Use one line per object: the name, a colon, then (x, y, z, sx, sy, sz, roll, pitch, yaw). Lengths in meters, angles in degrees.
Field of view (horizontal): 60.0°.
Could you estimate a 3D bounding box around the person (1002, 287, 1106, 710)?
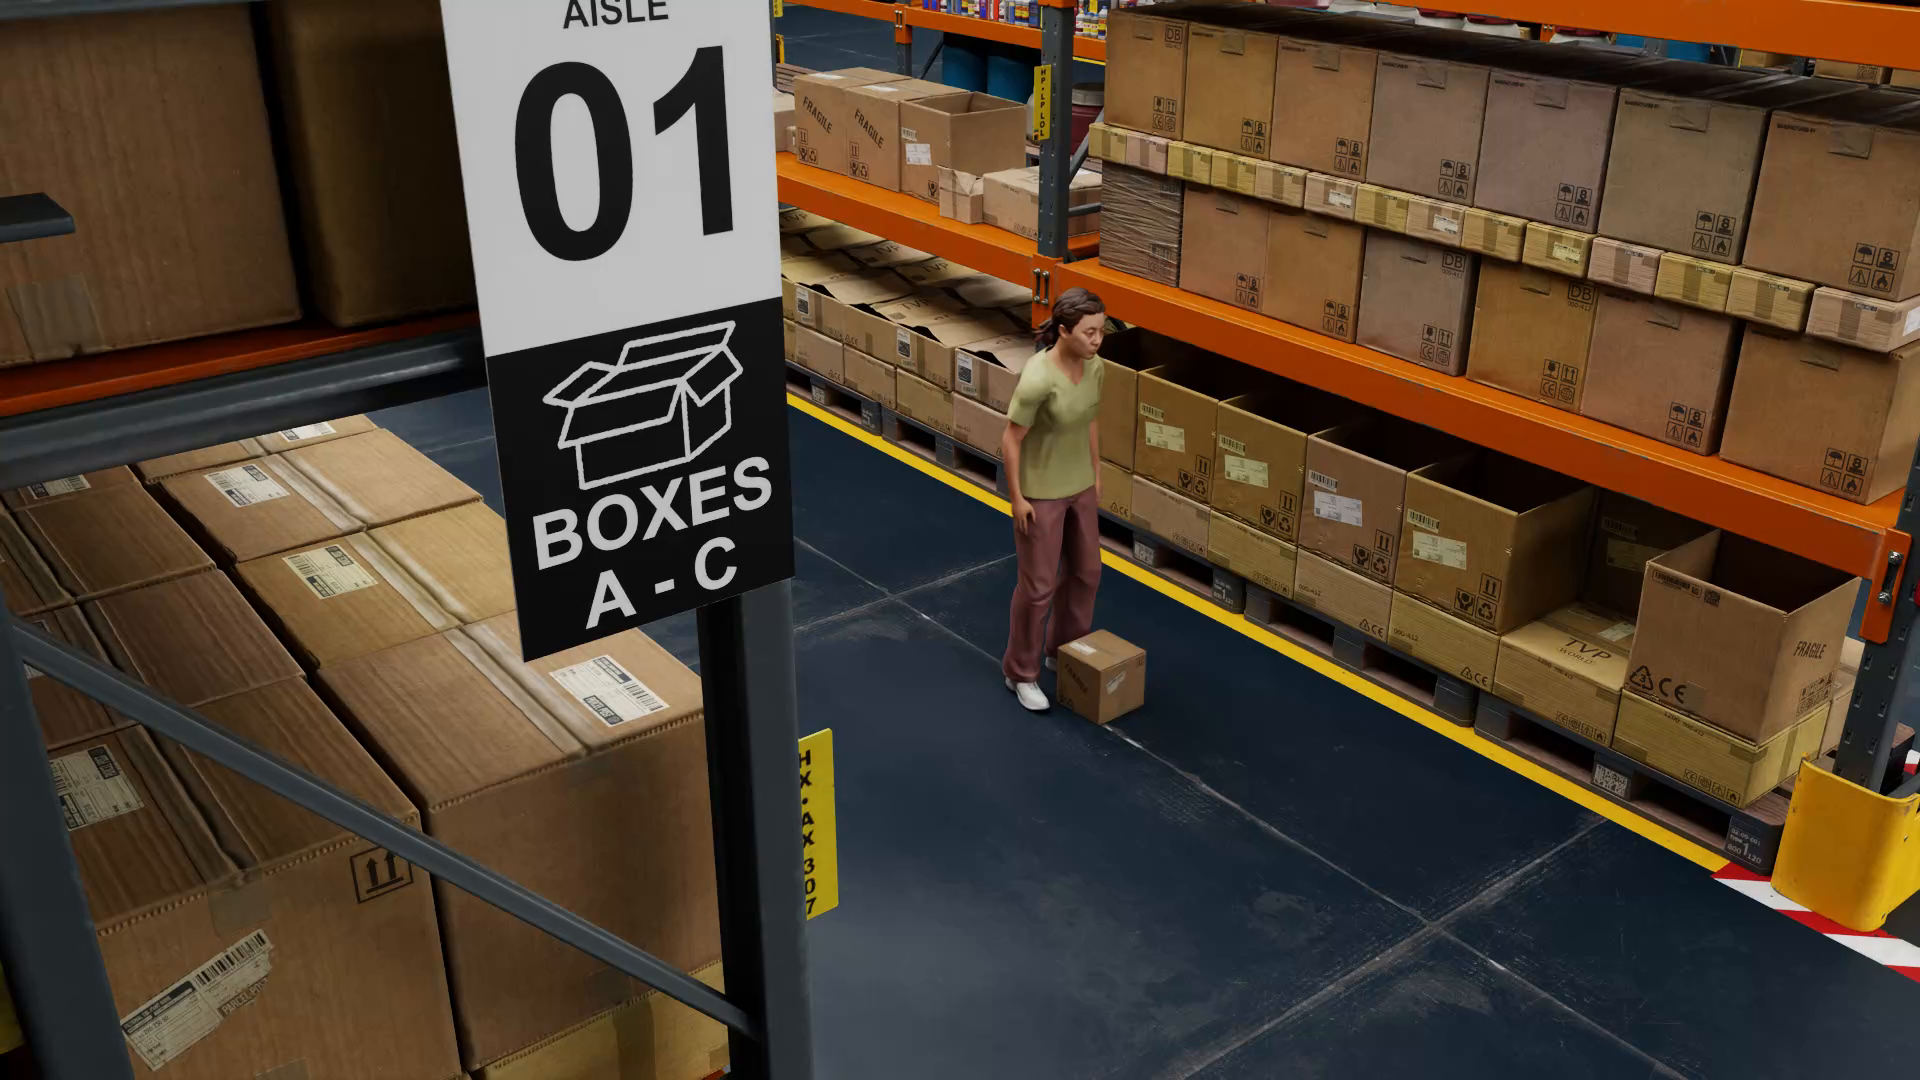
person: (0.390, -0.179, 6.496, 0.503, 1.671, 0.361, -20, 32, -37)
